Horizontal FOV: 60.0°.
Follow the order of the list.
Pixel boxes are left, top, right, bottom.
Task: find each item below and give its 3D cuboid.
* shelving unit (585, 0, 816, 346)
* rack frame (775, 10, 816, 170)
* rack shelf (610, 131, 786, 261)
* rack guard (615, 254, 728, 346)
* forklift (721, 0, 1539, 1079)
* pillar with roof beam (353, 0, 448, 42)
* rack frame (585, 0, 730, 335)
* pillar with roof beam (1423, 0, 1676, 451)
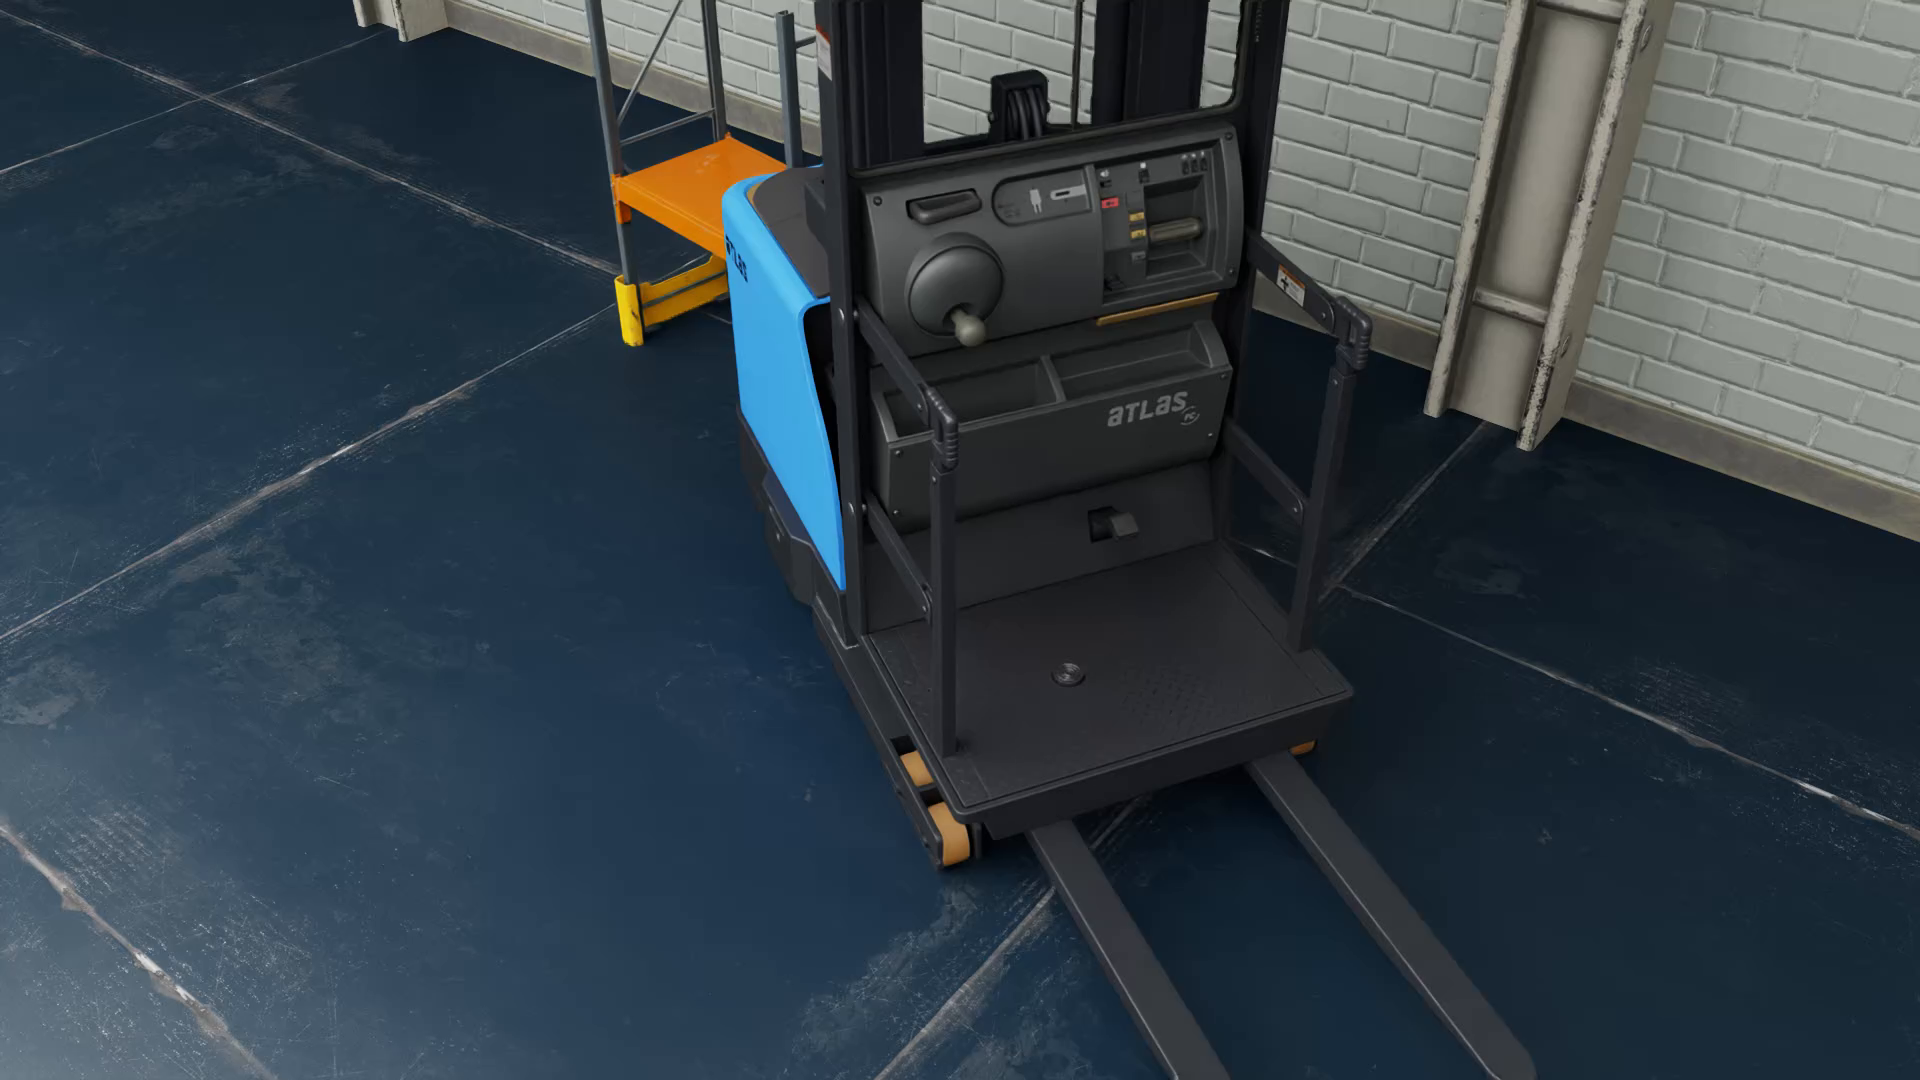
[{"bbox_3d":[-0.681,-1.230,5.604,0.587,1.500,1.083,-31,47,-33],"label":"shelving unit"},{"bbox_3d":[-0.335,-1.008,5.321,0.500,1.500,0.032,-31,47,-33],"label":"rack frame"},{"bbox_3d":[-0.688,-1.092,5.720,0.538,0.185,1.000,-31,47,-33],"label":"rack shelf"},{"bbox_3d":[-1.027,-0.959,6.272,0.587,0.250,0.087,-31,47,-33],"label":"rack guard"},{"bbox_3d":[0.318,-0.631,3.678,1.130,2.935,3.031,-14,40,-17],"label":"forklift"},{"bbox_3d":[-5.512,-4.129,3.225,0.400,9.000,9.100,25,45,29],"label":"pillar with roof beam"},{"bbox_3d":[-1.040,-1.459,5.897,0.500,1.500,0.032,-31,47,-33],"label":"rack frame"},{"bbox_3d":[-0.746,-1.882,0.354,0.400,9.000,9.100,25,45,29],"label":"pillar with roof beam"}]
